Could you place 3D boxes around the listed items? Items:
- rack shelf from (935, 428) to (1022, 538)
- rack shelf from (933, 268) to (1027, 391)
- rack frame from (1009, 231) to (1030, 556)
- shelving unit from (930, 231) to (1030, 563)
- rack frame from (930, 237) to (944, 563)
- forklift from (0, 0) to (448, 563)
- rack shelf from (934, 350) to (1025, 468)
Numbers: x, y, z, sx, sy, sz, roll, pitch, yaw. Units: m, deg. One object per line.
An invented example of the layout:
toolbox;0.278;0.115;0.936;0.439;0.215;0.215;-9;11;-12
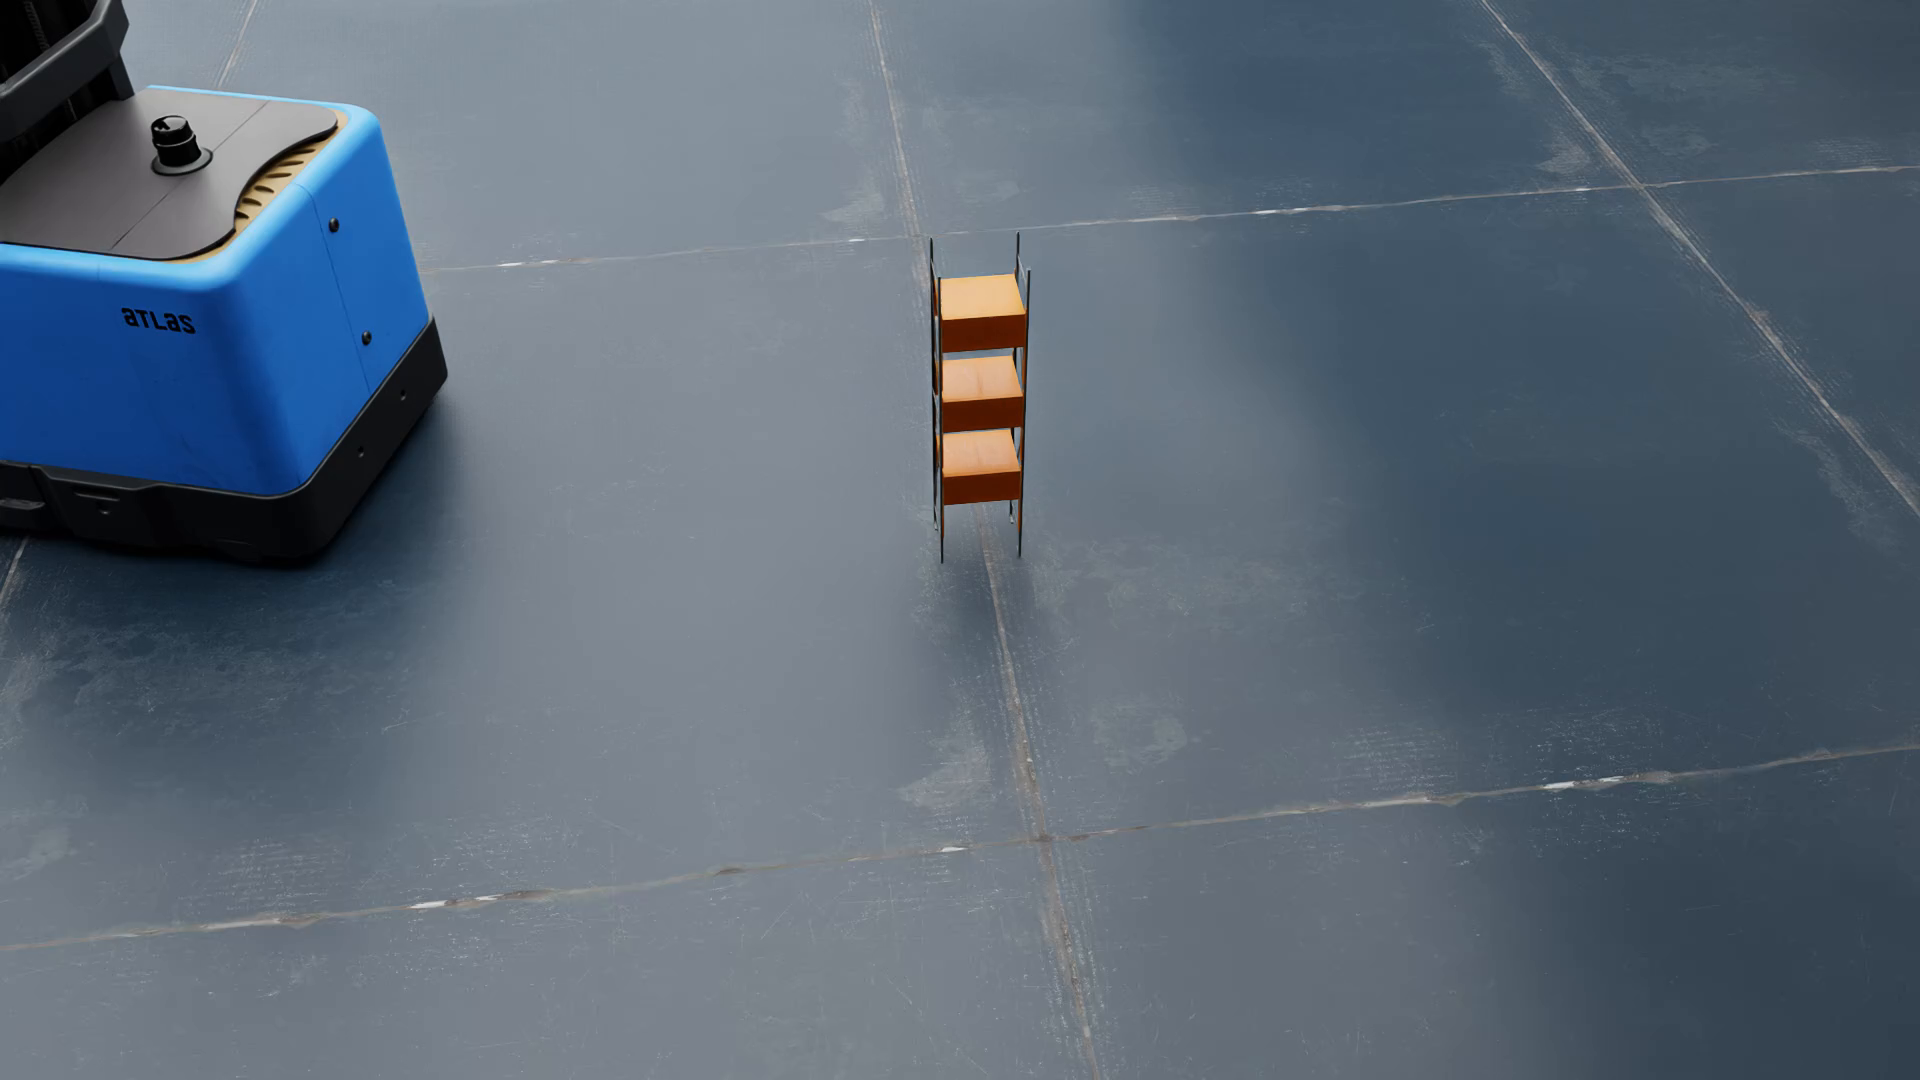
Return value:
rack shelf;0.053;-0.180;5.097;0.240;0.259;0.215;-5;42;-6
rack shelf;0.053;-0.597;4.721;0.240;0.259;0.215;-5;42;-6
rack frame;0.174;-0.405;4.915;0.008;1.050;0.200;-5;42;-6
shelving unit;0.053;-0.394;4.904;0.252;1.050;0.215;-5;42;-6
rack frame;-0.068;-0.384;4.892;0.008;1.050;0.200;-5;42;-6
forklift;-3.347;-1.509;4.735;3.031;2.935;1.130;8;43;8
rack shelf;0.053;-0.387;4.911;0.240;0.259;0.215;-5;42;-6
